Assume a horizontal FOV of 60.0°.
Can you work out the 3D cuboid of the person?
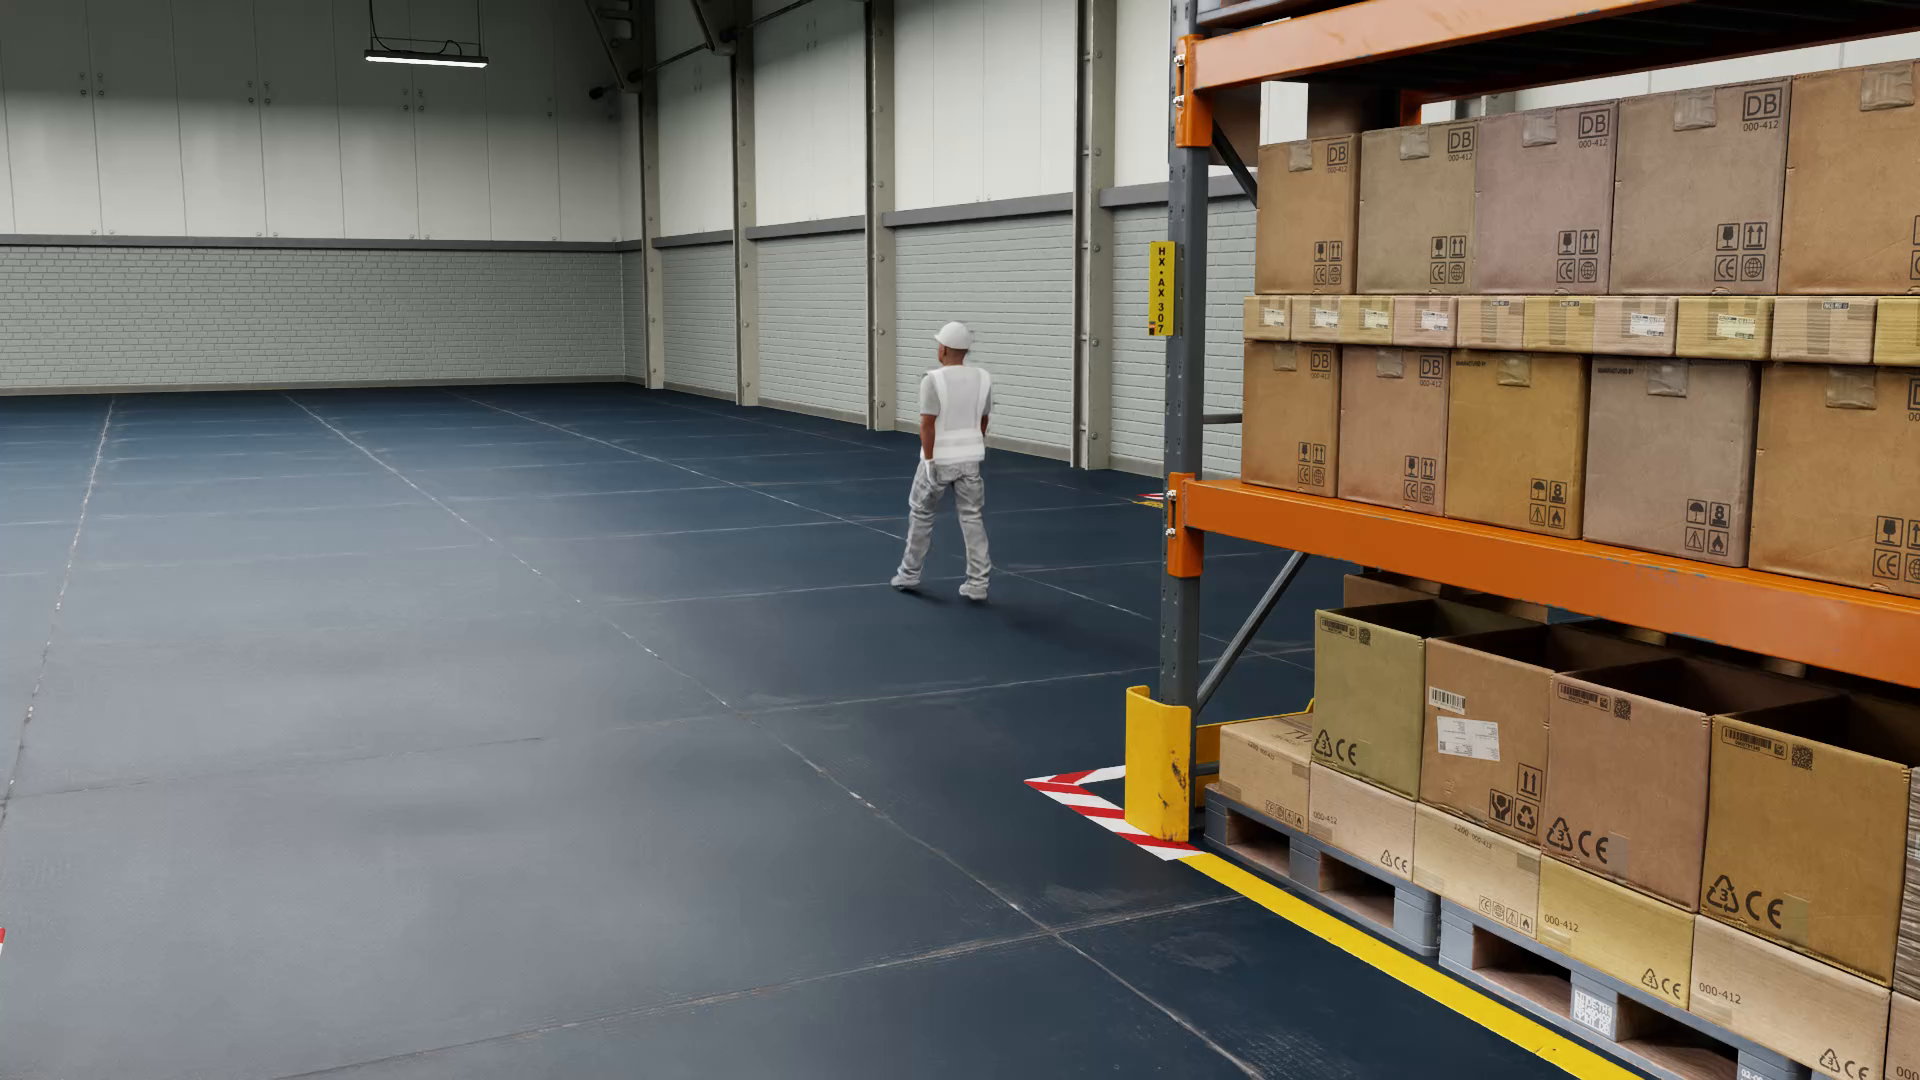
[{"bbox_3d":[-0.104,-0.529,10.747,0.553,1.755,0.897,-4,9,-27],"label":"person"}]
